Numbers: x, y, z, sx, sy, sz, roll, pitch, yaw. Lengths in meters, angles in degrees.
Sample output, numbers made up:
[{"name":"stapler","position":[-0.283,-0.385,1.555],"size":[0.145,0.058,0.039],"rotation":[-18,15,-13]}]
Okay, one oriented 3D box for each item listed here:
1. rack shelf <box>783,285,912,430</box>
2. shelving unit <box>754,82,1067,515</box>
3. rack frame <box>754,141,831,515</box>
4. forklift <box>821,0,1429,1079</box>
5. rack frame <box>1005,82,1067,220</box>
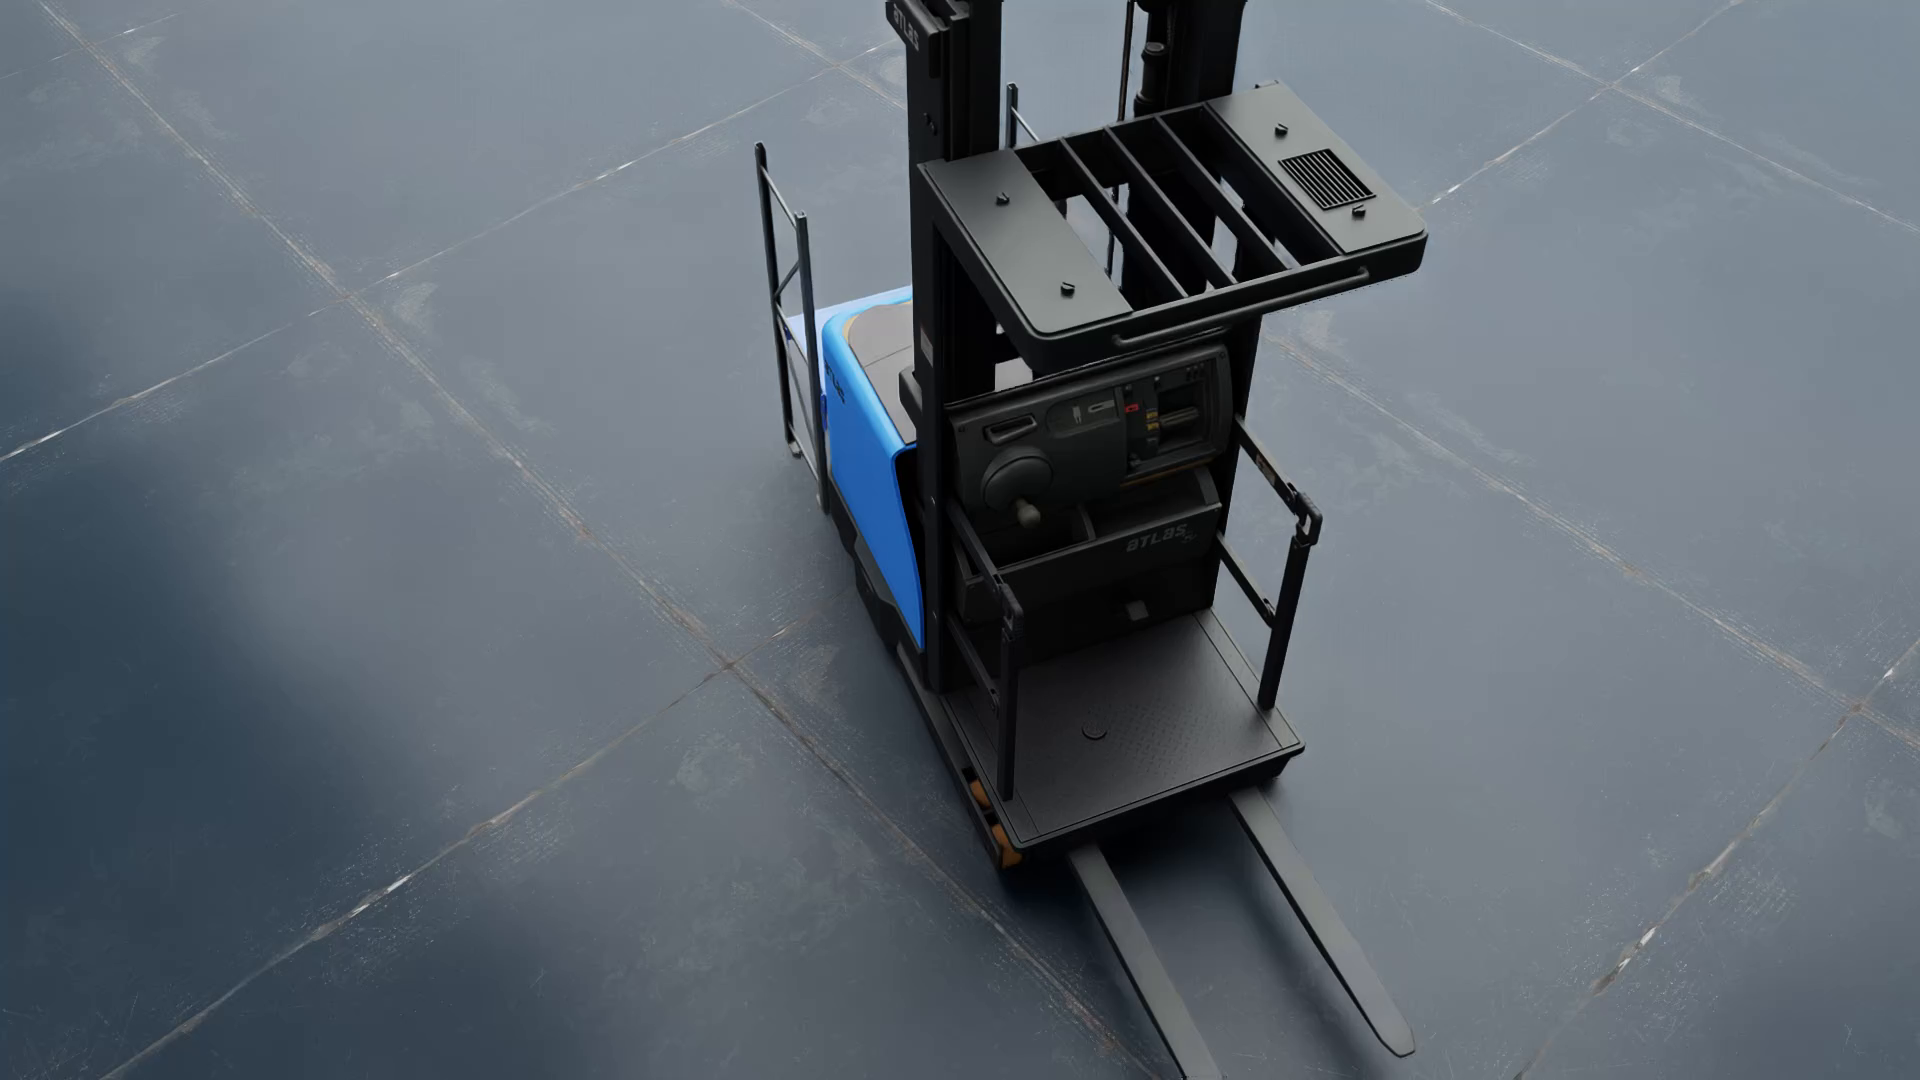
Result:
[{"name":"rack shelf","position":[-0.178,-0.811,6.776],"size":[1.000,0.185,0.538],"rotation":[-17,50,-15]},{"name":"shelving unit","position":[-0.178,-0.933,6.644],"size":[1.048,1.500,0.538],"rotation":[-17,50,-15]},{"name":"rack frame","position":[-0.646,-0.787,6.509],"size":[0.032,1.500,0.500],"rotation":[-17,50,-15]},{"name":"forklift","position":[0.504,-0.222,5.014],"size":[1.130,2.935,3.031],"rotation":[-17,50,-15]},{"name":"rack frame","position":[0.290,-1.079,6.778],"size":[0.032,1.500,0.500],"rotation":[-17,50,-15]}]
